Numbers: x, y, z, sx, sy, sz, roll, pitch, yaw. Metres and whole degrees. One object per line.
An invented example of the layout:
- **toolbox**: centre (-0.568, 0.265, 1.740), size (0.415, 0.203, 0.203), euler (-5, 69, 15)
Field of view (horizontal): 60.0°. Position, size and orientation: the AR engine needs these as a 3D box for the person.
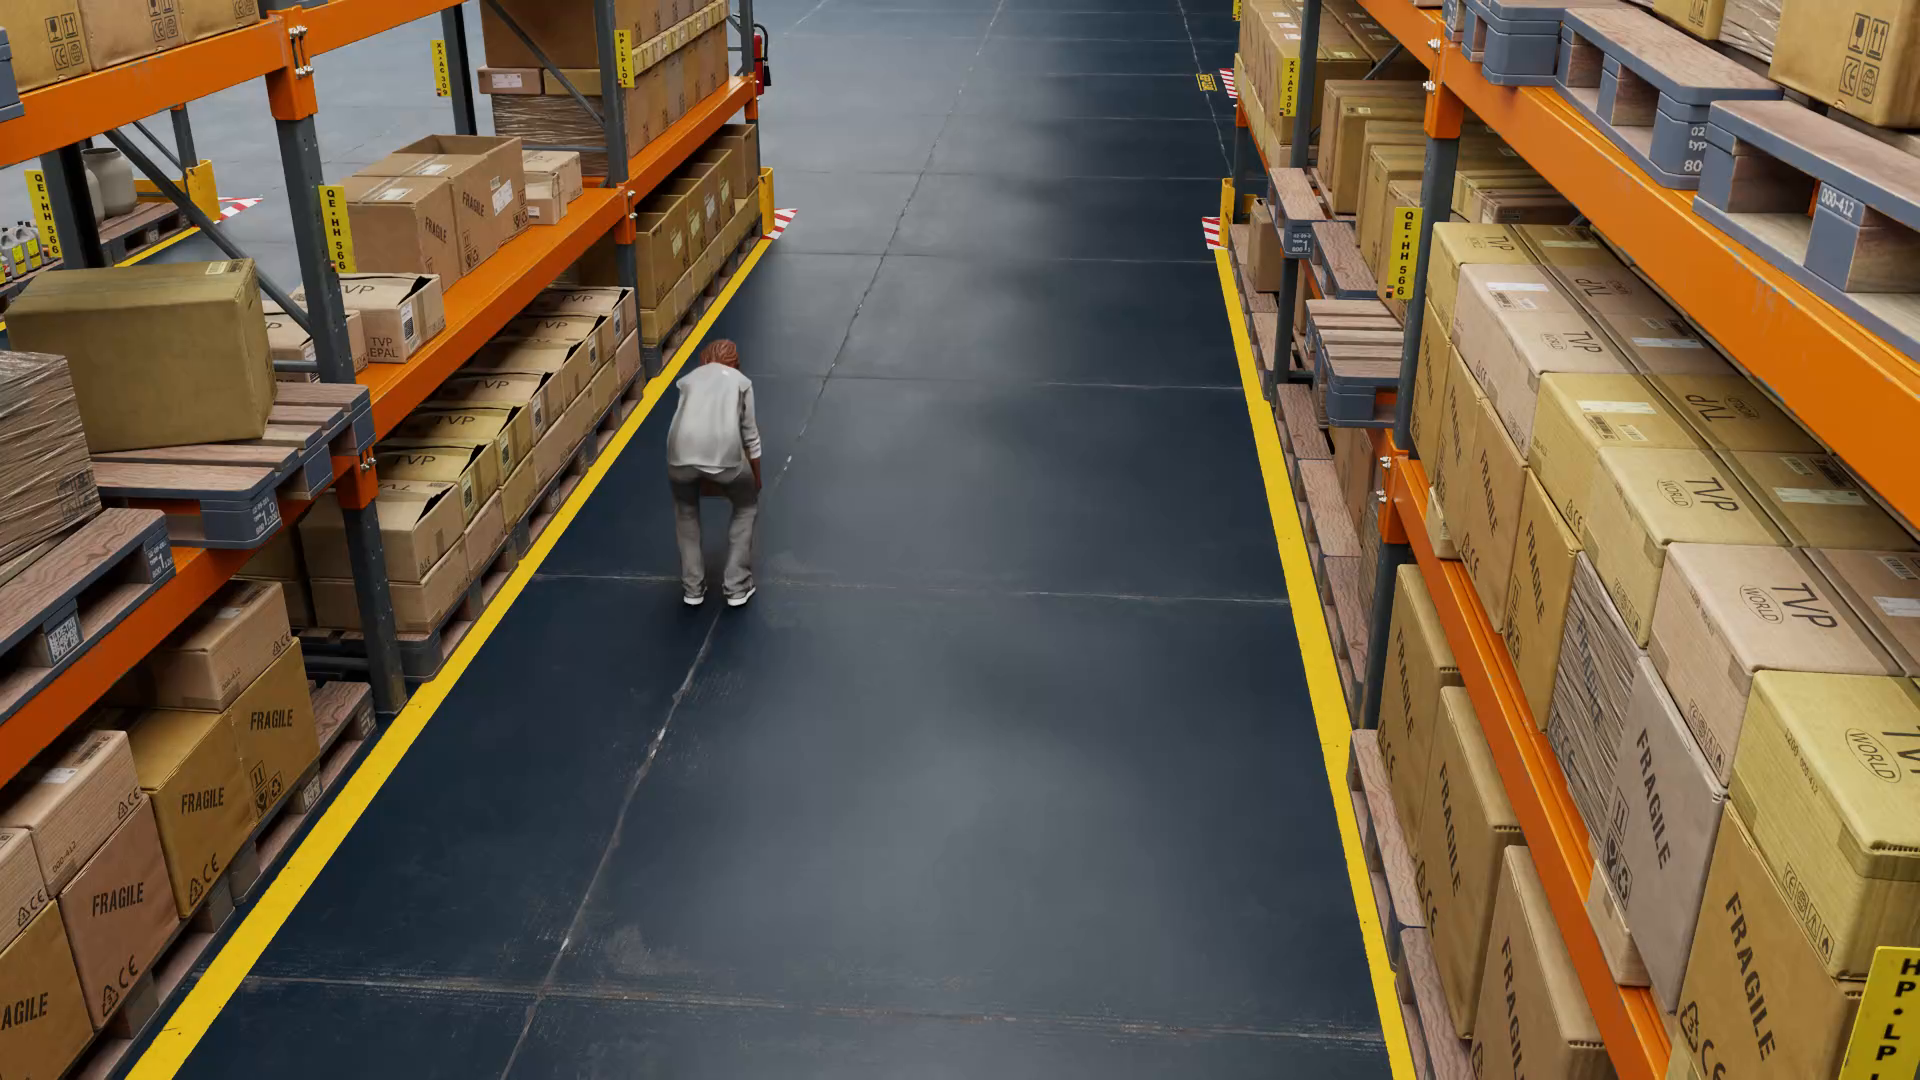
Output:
- **person**: centre (-1.143, -0.309, 7.857), size (0.401, 1.116, 0.842), euler (1, 25, 2)
